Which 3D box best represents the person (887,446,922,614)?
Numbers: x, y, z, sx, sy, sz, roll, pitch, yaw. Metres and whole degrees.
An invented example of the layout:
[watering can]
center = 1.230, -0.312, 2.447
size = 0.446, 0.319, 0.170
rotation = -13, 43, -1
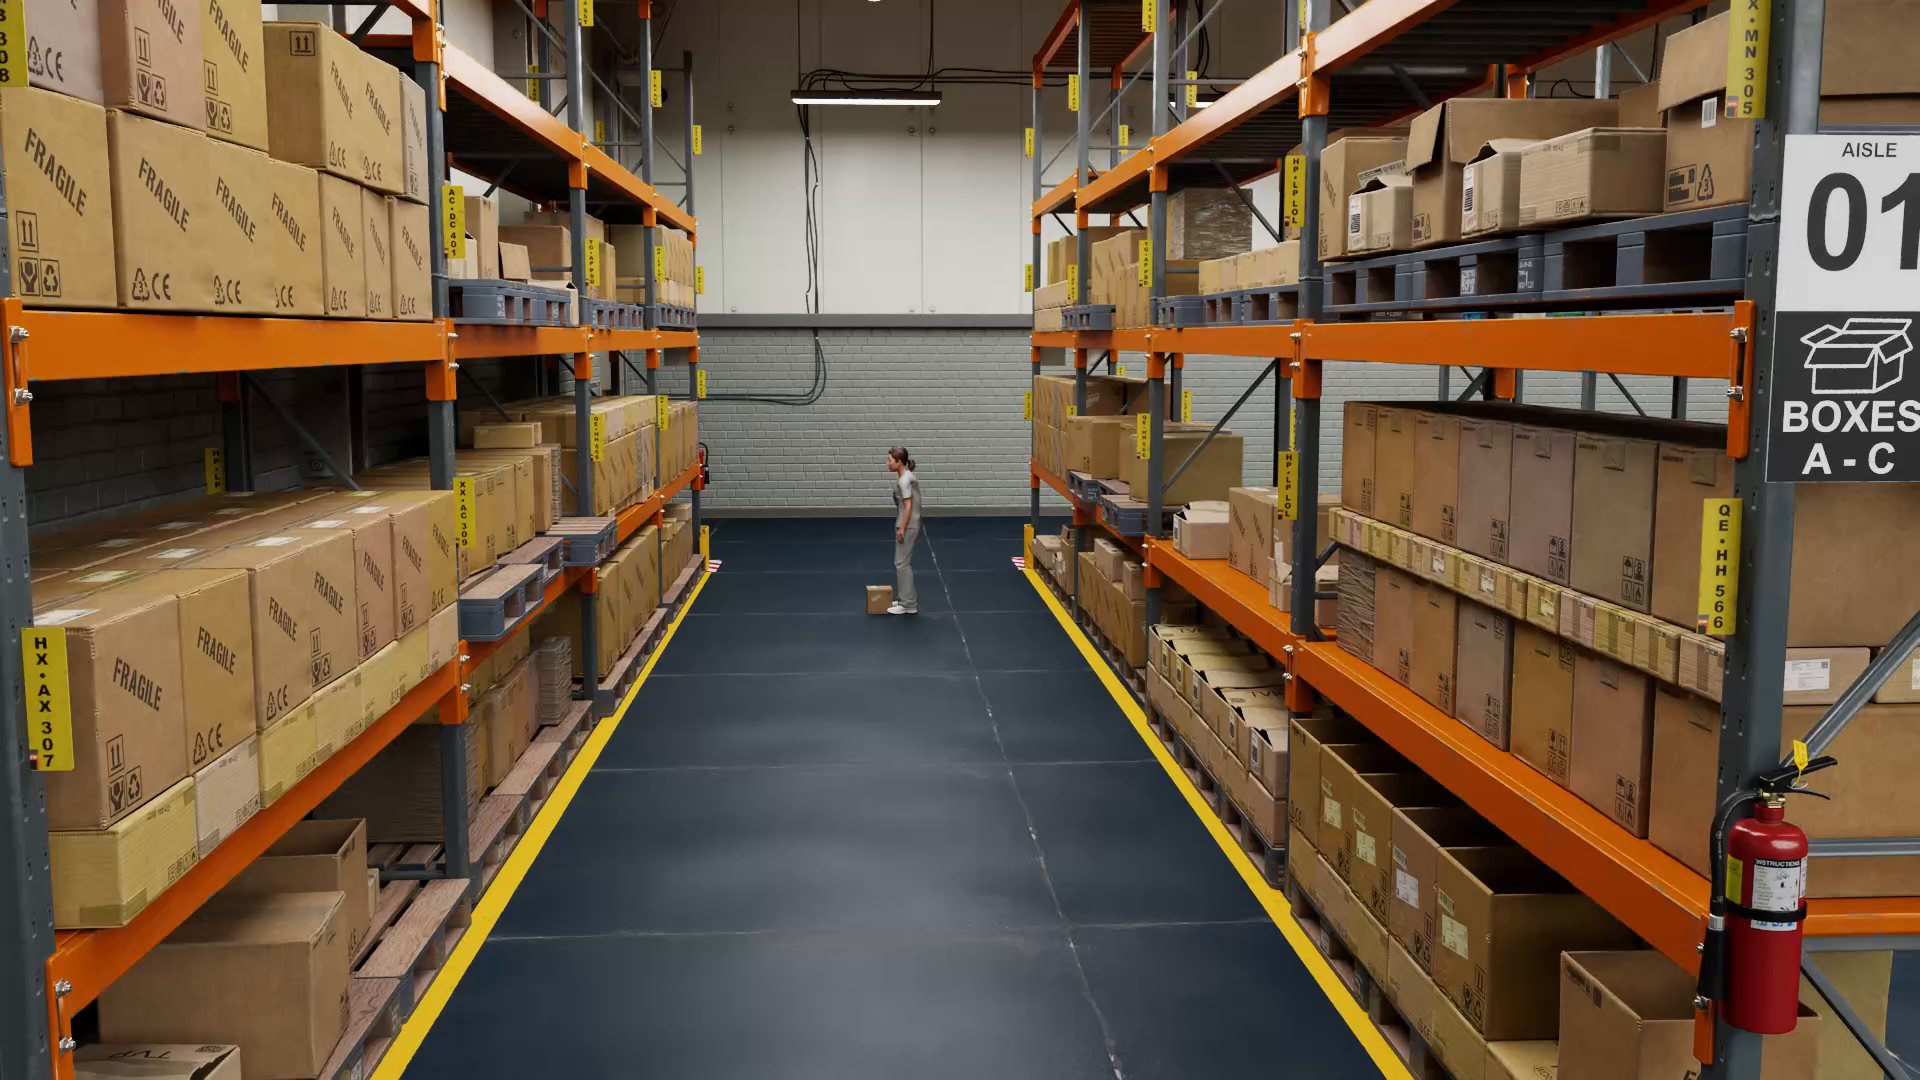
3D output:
[person]
center = -0.564, -0.108, 16.646
size = 0.360, 1.672, 0.485
rotation = 0, 7, -3
